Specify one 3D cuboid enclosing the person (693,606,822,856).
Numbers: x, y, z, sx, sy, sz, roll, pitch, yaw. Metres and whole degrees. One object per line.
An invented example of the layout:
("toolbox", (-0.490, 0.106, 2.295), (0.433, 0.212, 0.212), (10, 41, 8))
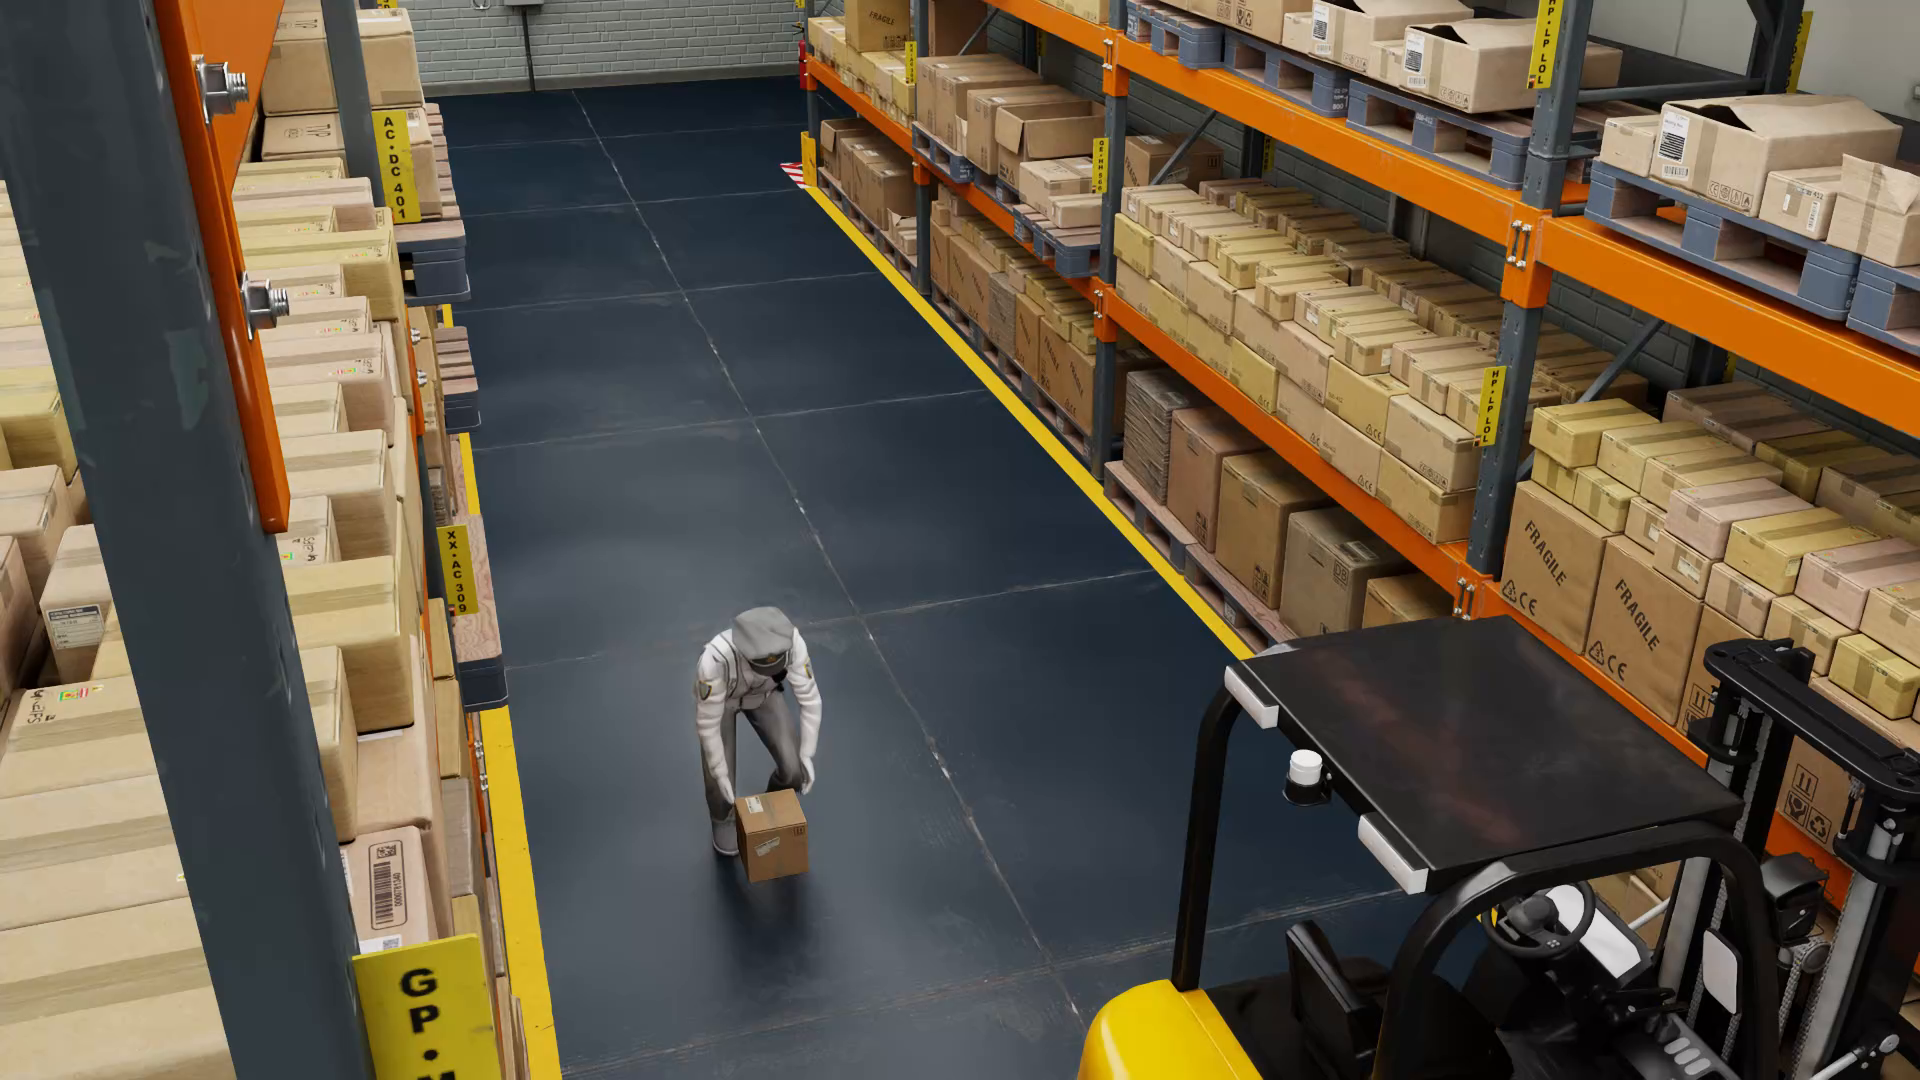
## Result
("person", (-0.861, 0.768, 7.027), (0.532, 1.267, 0.761), (-8, 28, -16))
